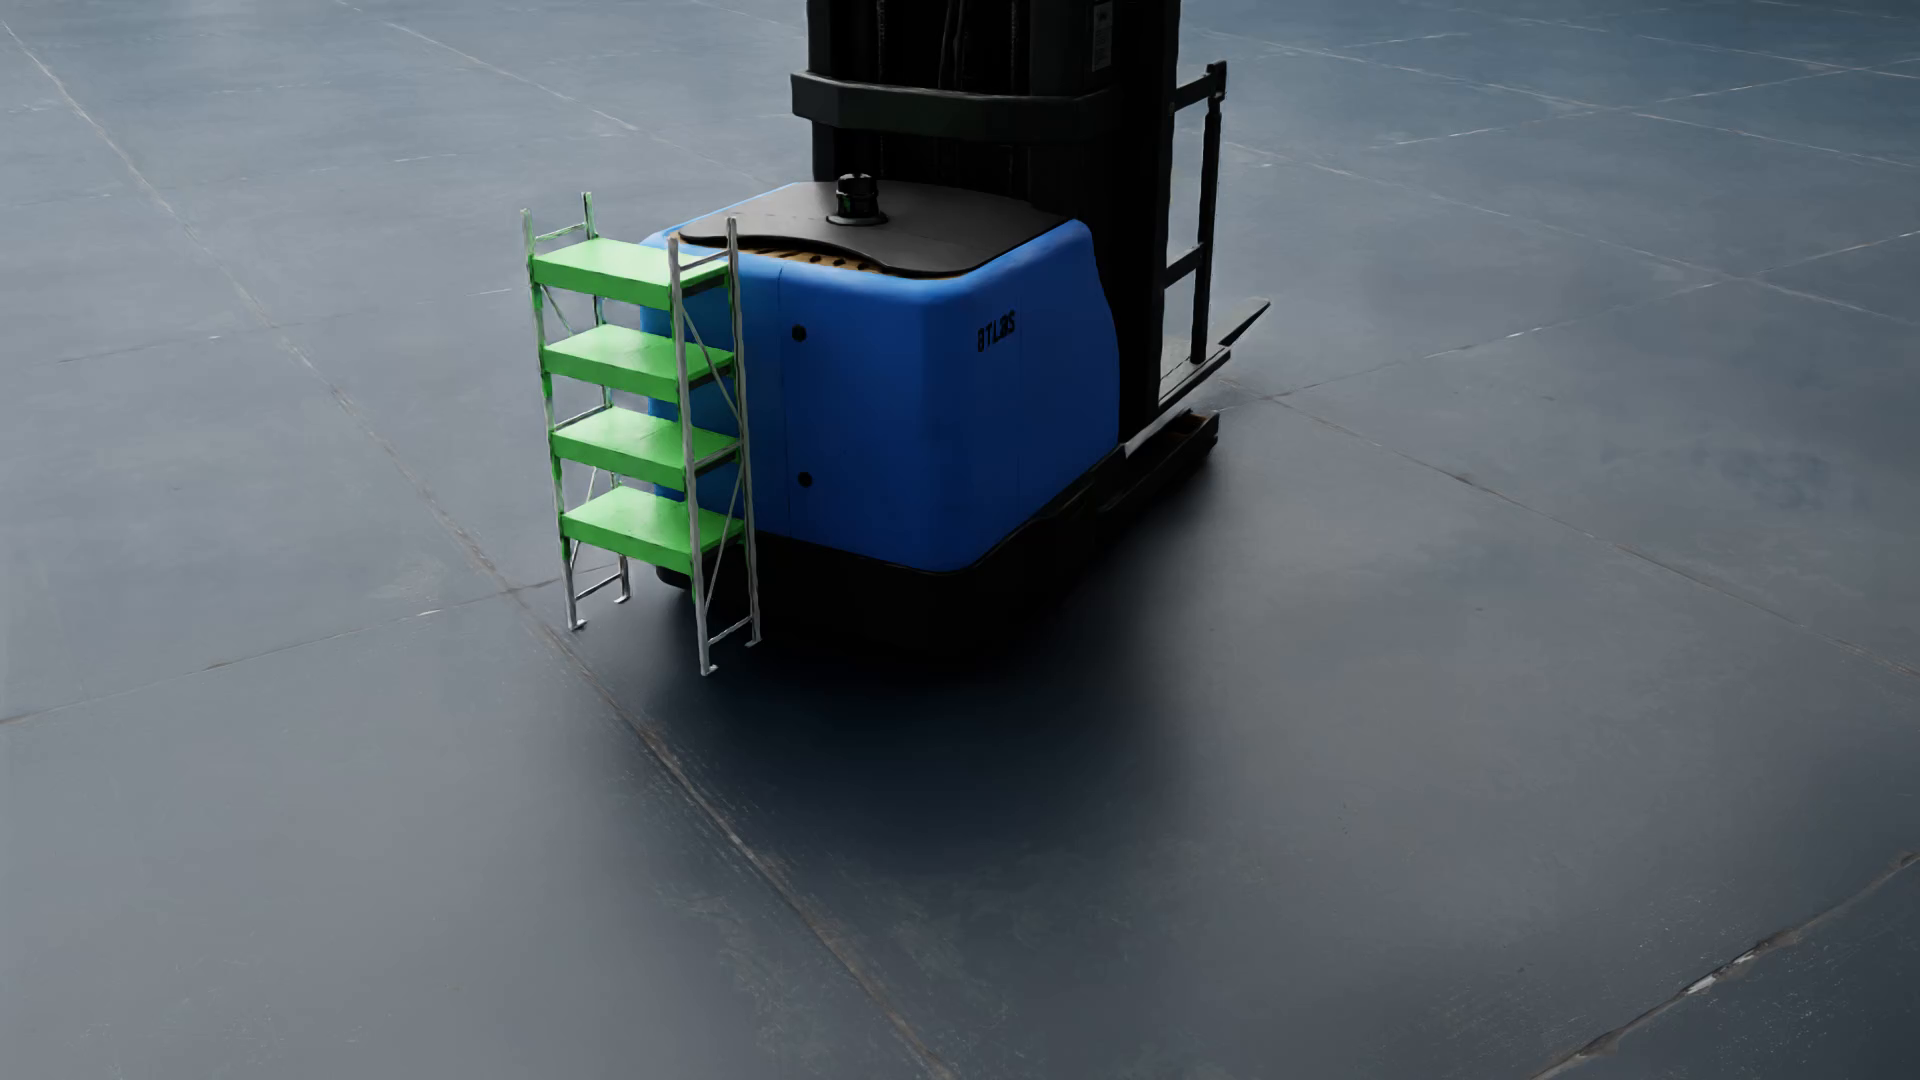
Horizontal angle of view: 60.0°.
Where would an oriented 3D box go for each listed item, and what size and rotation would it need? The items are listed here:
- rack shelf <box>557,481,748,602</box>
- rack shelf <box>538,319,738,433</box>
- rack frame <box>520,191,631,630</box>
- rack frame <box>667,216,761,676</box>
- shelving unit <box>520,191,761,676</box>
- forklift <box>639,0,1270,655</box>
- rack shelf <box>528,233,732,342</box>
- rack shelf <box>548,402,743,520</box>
[{"bbox_3d":[-0.833,-0.001,4.558,0.480,0.148,0.258,15,29,29],"label":"rack shelf"},{"bbox_3d":[-0.834,-0.435,4.352,0.480,0.148,0.258,15,29,29],"label":"rack shelf"},{"bbox_3d":[-1.040,-0.332,4.546,0.015,1.200,0.240,15,29,29],"label":"rack frame"},{"bbox_3d":[-0.628,-0.220,4.309,0.015,1.200,0.240,15,29,29],"label":"rack frame"},{"bbox_3d":[-0.834,-0.276,4.428,0.503,1.200,0.258,15,29,29],"label":"shelving unit"},{"bbox_3d":[0.255,-1.612,5.230,1.130,2.935,3.031,13,28,26],"label":"forklift"},{"bbox_3d":[-0.834,-0.652,4.249,0.480,0.148,0.258,15,29,29],"label":"rack shelf"},{"bbox_3d":[-0.834,-0.218,4.455,0.480,0.148,0.258,15,29,29],"label":"rack shelf"}]
